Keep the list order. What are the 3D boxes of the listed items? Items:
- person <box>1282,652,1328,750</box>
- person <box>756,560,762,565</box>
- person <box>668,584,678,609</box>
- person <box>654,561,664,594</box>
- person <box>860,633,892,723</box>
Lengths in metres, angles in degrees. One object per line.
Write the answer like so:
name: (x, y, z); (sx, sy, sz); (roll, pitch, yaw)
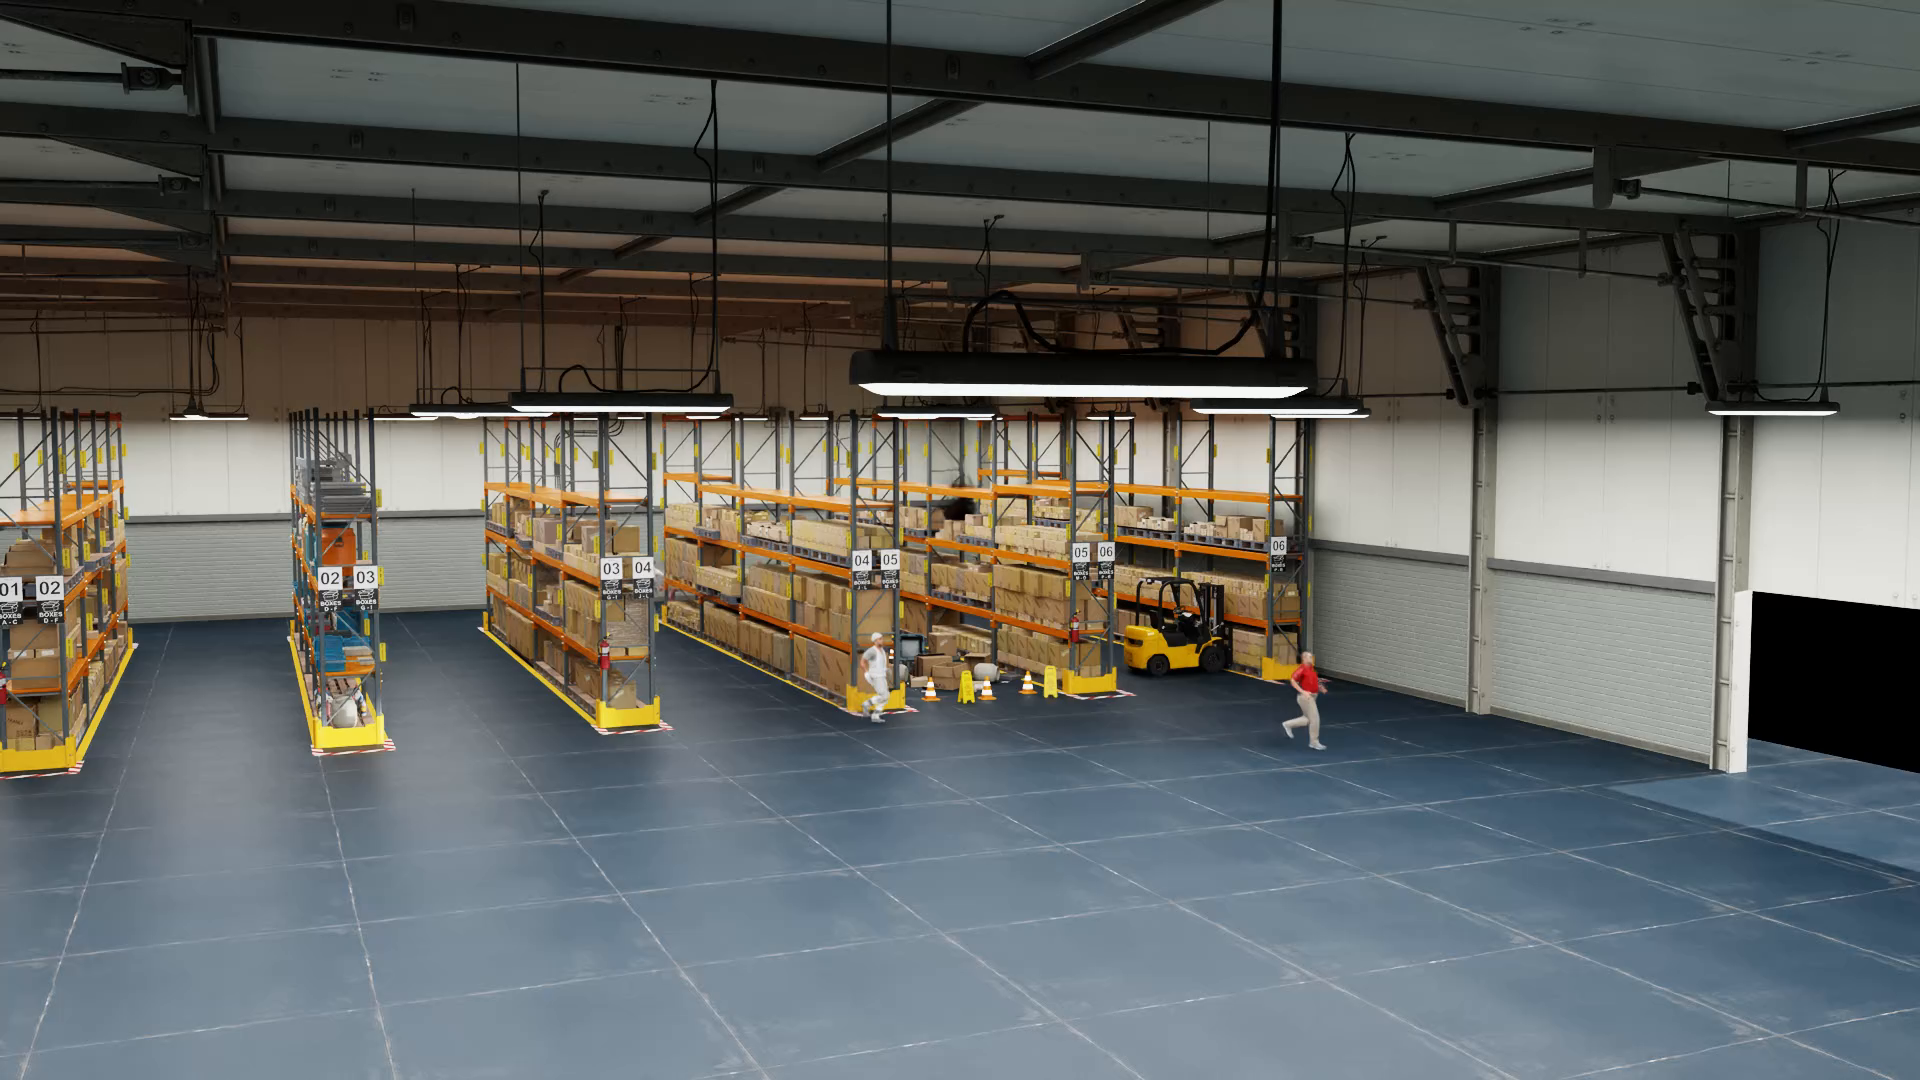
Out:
person: (6.104, 2.829, 29.395); (0.819, 1.720, 0.663); (2, 4, 27)
person: (-5.757, 1.501, 47.603); (0.687, 1.845, 0.811); (-2, 5, -29)
person: (-8.515, 1.455, 49.197); (0.574, 1.684, 0.632); (4, 6, 44)
person: (-9.032, 1.465, 48.664); (0.720, 1.843, 0.707); (3, 5, 32)
person: (-1.582, 2.637, 31.832); (0.564, 1.722, 0.706); (2, 4, 23)
